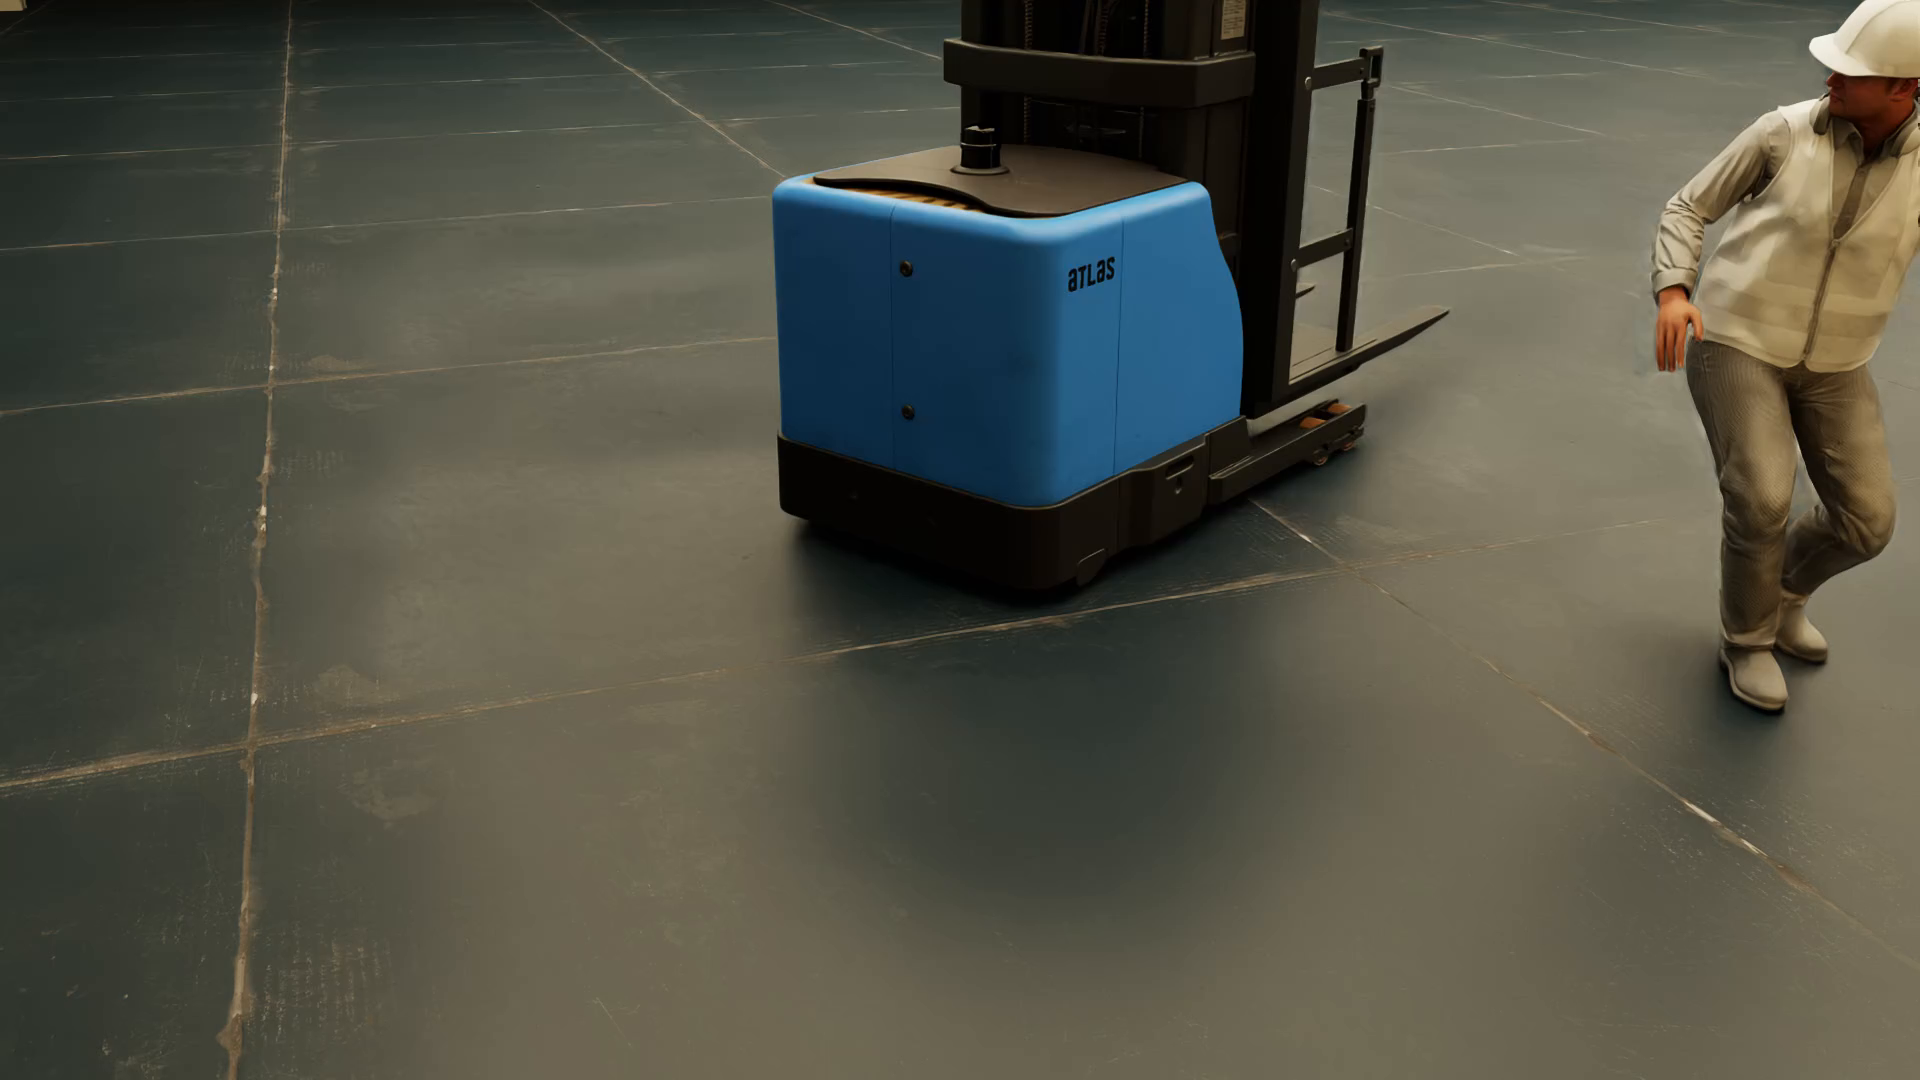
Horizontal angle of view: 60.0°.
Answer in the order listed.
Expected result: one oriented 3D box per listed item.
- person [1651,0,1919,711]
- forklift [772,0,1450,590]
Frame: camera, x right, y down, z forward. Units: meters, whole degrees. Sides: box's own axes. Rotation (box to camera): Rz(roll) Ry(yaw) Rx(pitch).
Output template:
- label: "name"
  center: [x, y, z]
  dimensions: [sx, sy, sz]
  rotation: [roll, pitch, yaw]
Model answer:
- label: "person"
  center: [2.030, -0.417, 3.913]
  dimensions: [0.798, 1.669, 0.729]
  rotation: [2, 23, 5]
- label: "forklift"
  center: [0.767, -1.713, 5.372]
  dimensions: [1.130, 2.935, 3.031]
  rotation: [18, 29, 36]
